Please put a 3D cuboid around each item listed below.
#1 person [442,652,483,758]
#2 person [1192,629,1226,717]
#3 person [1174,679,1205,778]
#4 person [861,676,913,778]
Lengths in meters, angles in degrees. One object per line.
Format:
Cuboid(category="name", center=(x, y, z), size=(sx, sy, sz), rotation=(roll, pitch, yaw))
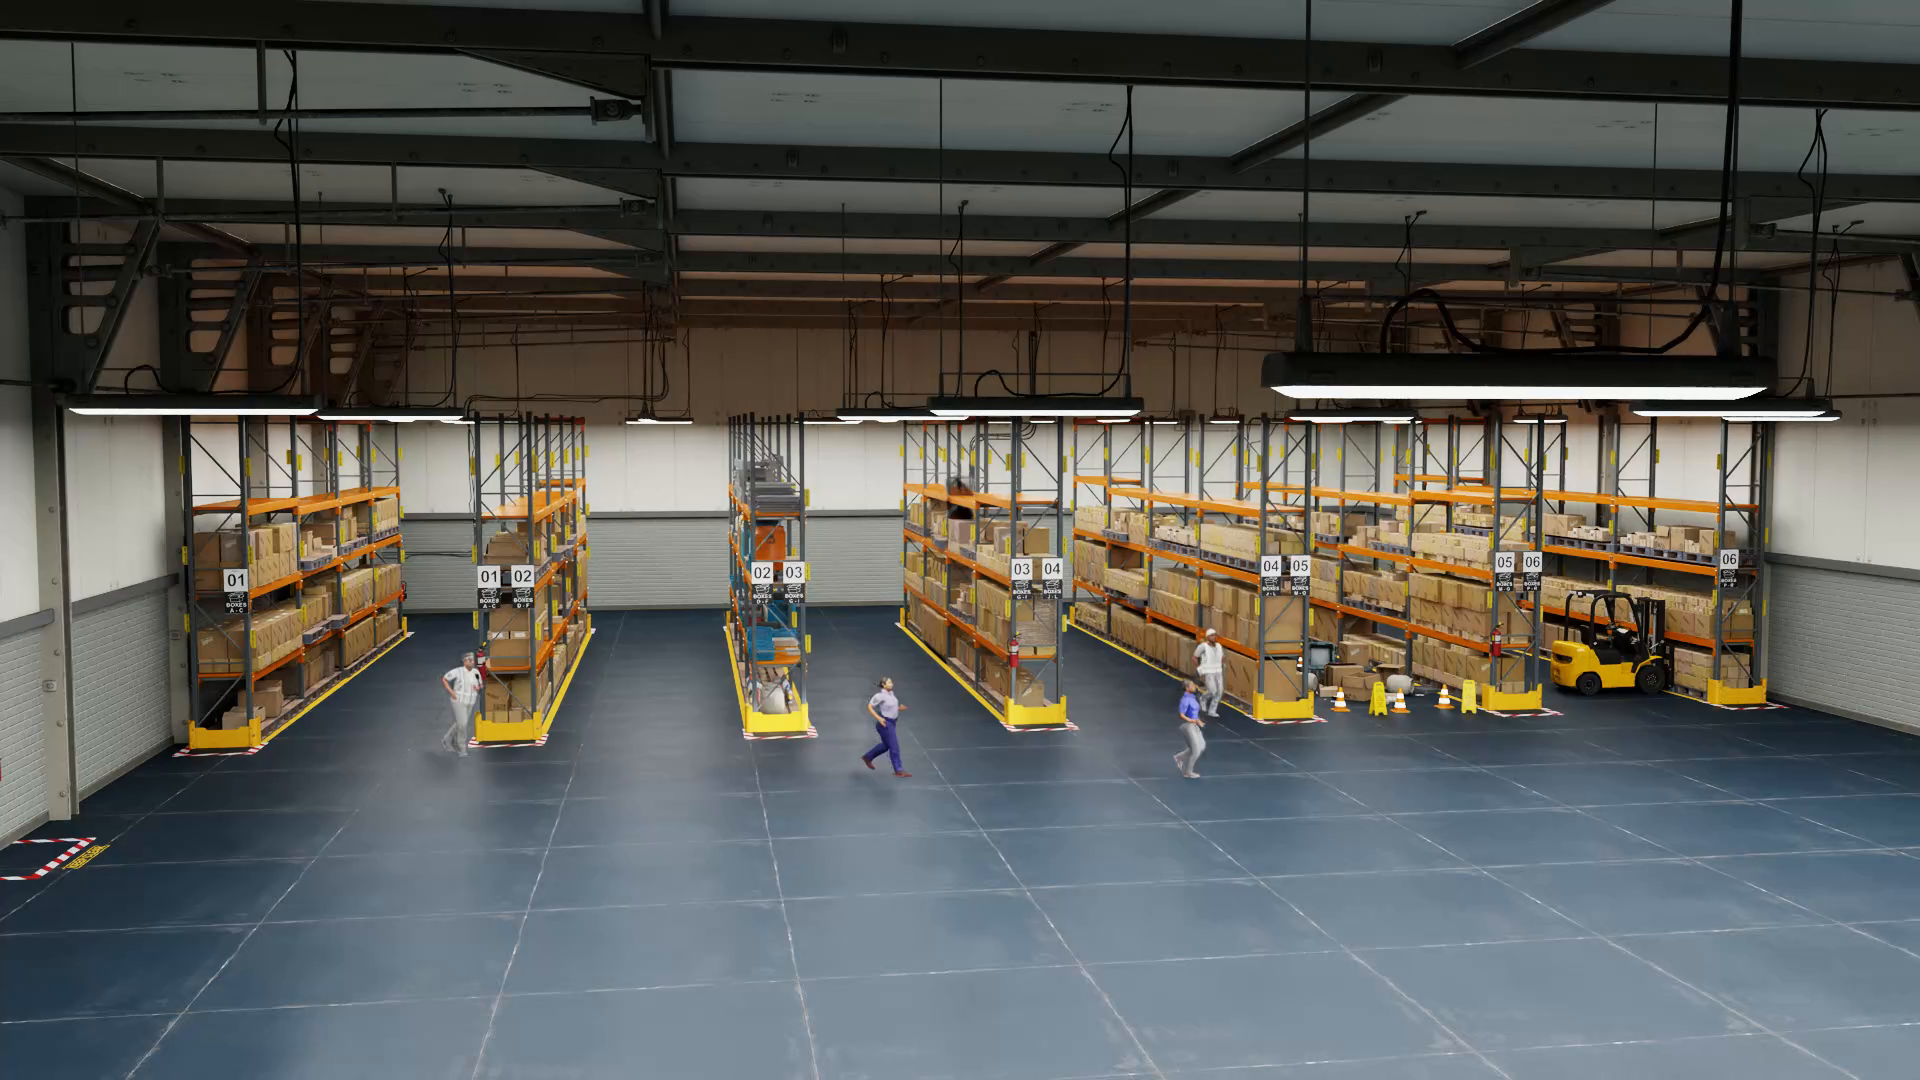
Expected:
Cuboid(category="person", center=(-8.708, 2.869, 29.230), size=(0.803, 1.814, 0.667), rotation=(3, 5, 33))
Cuboid(category="person", center=(4.981, 2.622, 32.784), size=(0.675, 1.723, 0.560), rotation=(-2, 4, -23))
Cuboid(category="person", center=(3.751, 3.073, 27.123), size=(0.578, 1.605, 0.572), rotation=(2, 4, 23))
Cuboid(category="person", center=(-1.198, 3.043, 27.193), size=(0.921, 1.616, 0.610), rotation=(1, 4, 17))
